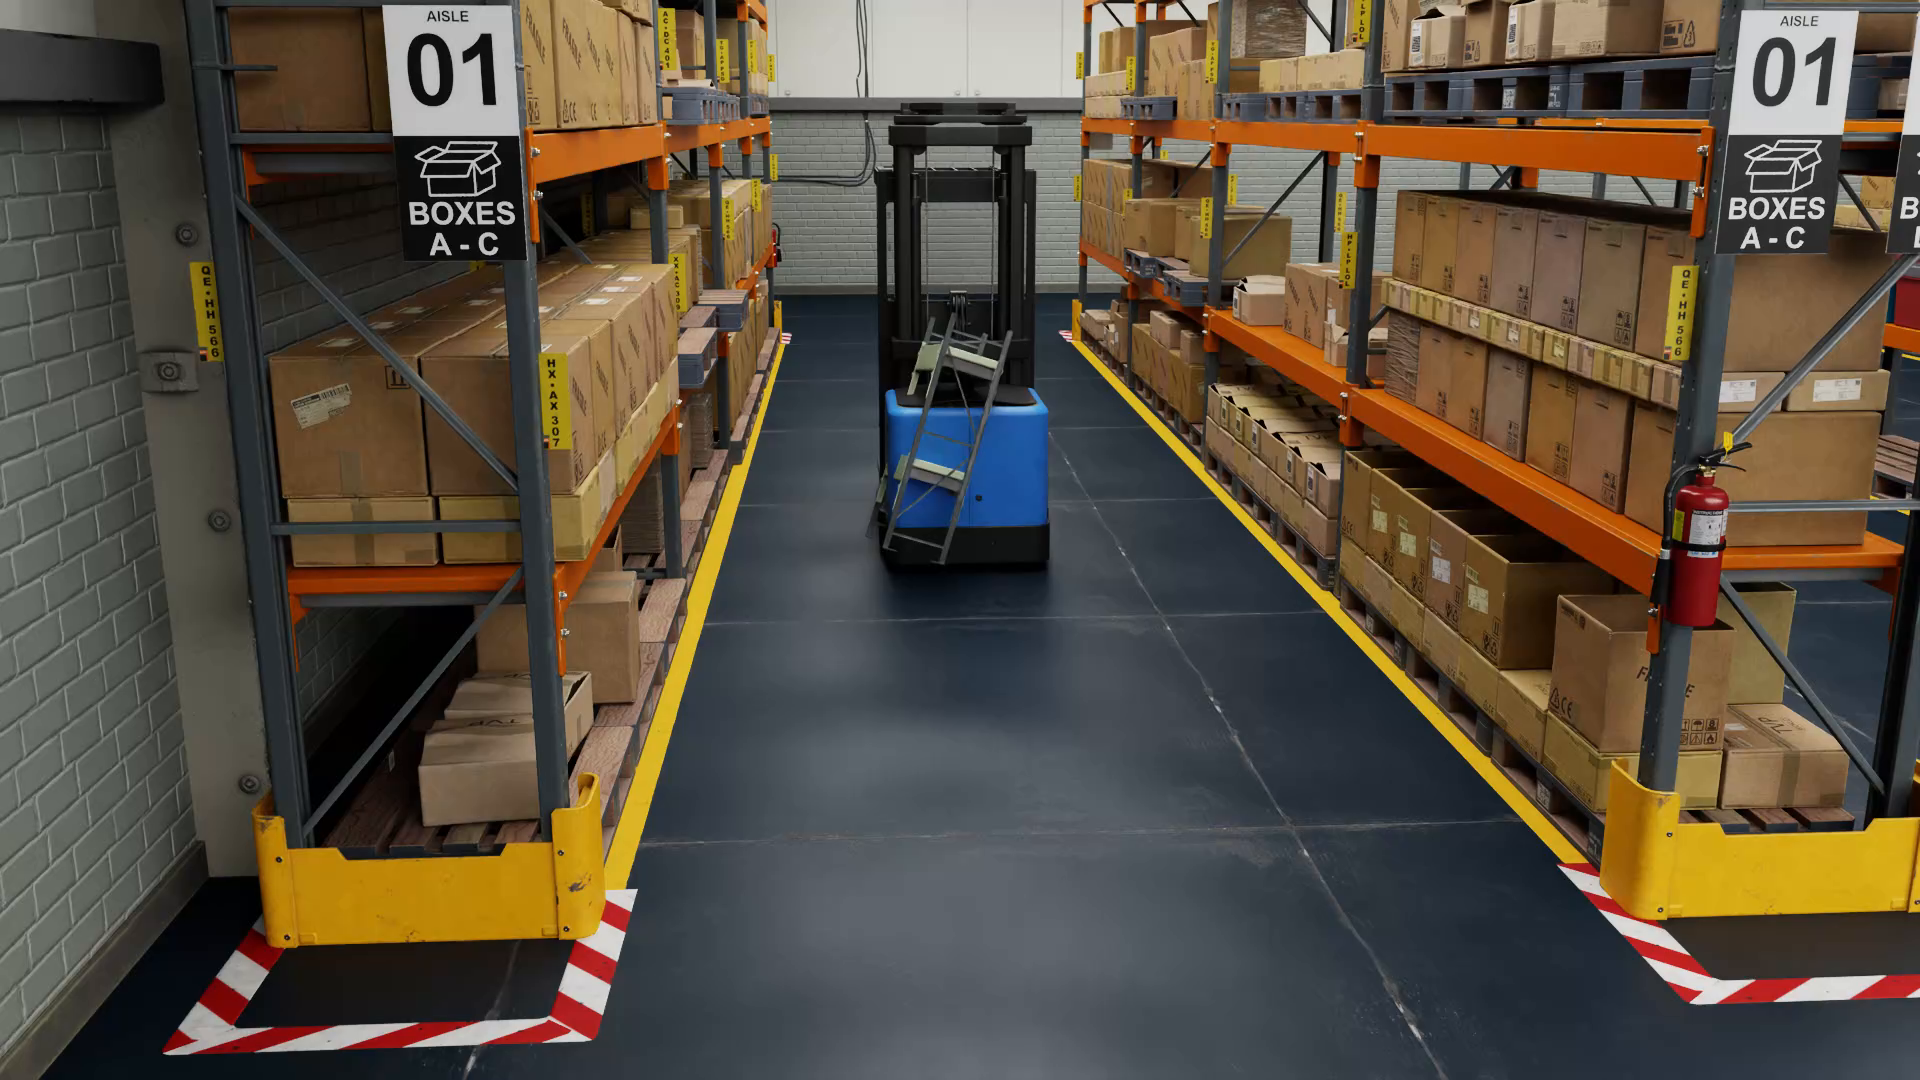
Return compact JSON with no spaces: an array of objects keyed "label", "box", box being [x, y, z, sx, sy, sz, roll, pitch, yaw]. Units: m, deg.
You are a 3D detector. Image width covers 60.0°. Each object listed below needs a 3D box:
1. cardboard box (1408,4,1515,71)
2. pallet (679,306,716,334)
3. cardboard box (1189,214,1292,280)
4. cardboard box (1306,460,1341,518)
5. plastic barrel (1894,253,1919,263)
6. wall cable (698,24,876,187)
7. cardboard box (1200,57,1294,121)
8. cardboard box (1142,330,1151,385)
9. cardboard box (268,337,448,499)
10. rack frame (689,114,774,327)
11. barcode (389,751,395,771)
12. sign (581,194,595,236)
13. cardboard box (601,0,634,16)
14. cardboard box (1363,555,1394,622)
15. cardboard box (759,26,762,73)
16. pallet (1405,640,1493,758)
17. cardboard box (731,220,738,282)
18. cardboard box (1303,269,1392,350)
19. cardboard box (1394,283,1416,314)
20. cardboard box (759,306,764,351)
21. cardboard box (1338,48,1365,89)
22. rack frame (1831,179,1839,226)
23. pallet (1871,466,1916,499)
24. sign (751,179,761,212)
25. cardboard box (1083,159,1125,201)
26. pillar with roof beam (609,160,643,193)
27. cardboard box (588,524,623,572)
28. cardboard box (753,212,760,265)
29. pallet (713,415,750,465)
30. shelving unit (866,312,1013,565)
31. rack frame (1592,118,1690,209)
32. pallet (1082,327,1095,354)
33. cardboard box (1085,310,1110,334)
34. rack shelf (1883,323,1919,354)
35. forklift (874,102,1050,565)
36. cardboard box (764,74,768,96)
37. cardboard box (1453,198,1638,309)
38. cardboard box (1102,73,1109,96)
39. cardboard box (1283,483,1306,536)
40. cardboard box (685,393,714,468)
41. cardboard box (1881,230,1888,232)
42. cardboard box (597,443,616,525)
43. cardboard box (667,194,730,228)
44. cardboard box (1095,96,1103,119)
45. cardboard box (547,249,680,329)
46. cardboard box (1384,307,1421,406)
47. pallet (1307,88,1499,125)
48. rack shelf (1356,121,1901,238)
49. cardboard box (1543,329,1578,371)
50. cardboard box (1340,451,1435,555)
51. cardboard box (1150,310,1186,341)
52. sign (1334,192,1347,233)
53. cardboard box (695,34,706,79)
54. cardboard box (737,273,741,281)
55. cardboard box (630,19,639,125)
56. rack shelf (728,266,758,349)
[{"label":"cardboard box","box":[2.596,-2.526,8.361,0.500,0.311,0.500,-2,15,-7]},{"label":"pallet","box":[-2.233,-1.442,11.496,1.003,0.211,1.213,-1,14,-3]},{"label":"cardboard box","box":[2.395,-2.511,14.221,0.700,0.500,0.500,-6,16,-22]},{"label":"cardboard box","box":[2.484,-0.349,10.413,0.500,0.311,0.500,-1,14,-3]},{"label":"plastic barrel","box":[7.822,-2.135,13.531,0.600,0.536,0.708,-1,14,-3]},{"label":"wall cable","box":[-2.886,-6.830,26.244,3.097,2.526,0.112,-1,14,-3]},{"label":"cardboard box","box":[2.486,-3.713,13.718,0.910,0.500,0.500,-1,14,-3]},{"label":"cardboard box","box":[2.130,-1.845,16.810,0.500,0.500,0.500,-1,14,-3]},{"label":"cardboard box","box":[-2.143,-0.451,6.016,0.500,0.500,0.500,-1,14,-4]},{"label":"rack frame","box":[-2.893,-4.016,21.116,1.000,3.000,0.127,-1,14,-3]},{"label":"barcode","box":[-2.255,0.876,6.597,0.001,0.075,0.075,-1,14,-3]},{"label":"sign","box":[-2.951,-2.578,13.203,0.100,0.325,0.005,-1,14,-3]},{"label":"cardboard box","box":[-1.760,-2.641,7.502,0.500,0.500,0.500,-1,14,-5]},{"label":"cardboard box","box":[2.547,0.263,9.158,0.500,0.250,0.500,-1,14,-3]},{"label":"cardboard box","box":[-2.514,-5.579,18.924,0.500,0.500,0.500,-2,15,-6]},{"label":"pallet","box":[2.881,0.744,8.212,1.003,0.211,1.213,-1,14,-3]},{"label":"cardboard box","box":[-2.195,-2.484,14.323,0.500,0.500,0.500,0,14,-2]},{"label":"cardboard box","box":[2.700,-1.605,11.542,0.500,0.500,0.500,-1,14,-3]},{"label":"cardboard box","box":[2.634,-1.340,9.211,0.380,0.149,0.250,-1,14,-3]},{"label":"cardboard box","box":[-2.646,-2.455,19.220,0.700,0.500,0.500,-1,14,-2]},{"label":"cardboard box","box":[2.729,-2.983,10.537,0.500,0.250,0.500,-2,15,-9]},{"label":"rack frame","box":[11.939,-4.246,22.008,1.000,3.000,0.127,-1,14,-3]},{"label":"pallet","box":[7.573,-0.333,12.398,1.003,0.211,1.213,-1,14,-3]},{"label":"sign","box":[-2.104,-3.555,17.157,0.100,0.325,0.005,-1,14,-3]},{"label":"cardboard box","box":[1.816,-4.512,20.835,0.500,0.500,0.500,0,14,-2]},{"label":"pillar with roof beam","box":[0.745,-6.154,17.385,9.100,9.000,0.400,-1,14,-3]},{"label":"cardboard box","box":[-2.045,0.223,8.773,0.500,0.500,0.500,-2,15,-8]},{"label":"cardboard box","box":[-2.662,-3.302,17.738,0.980,0.700,0.700,-1,14,-3]},{"label":"pallet","box":[-2.371,-0.873,14.497,1.003,0.211,1.213,-1,14,-3]},{"label":"shelving unit","box":[-0.146,-0.652,10.565,0.431,1.500,0.755,16,2,-12]},{"label":"rack frame","box":[7.243,-3.174,17.844,1.000,3.000,0.127,-1,14,-3]},{"label":"pallet","box":[2.106,-2.526,20.921,1.003,0.211,1.213,-1,14,-3]},{"label":"cardboard box","box":[1.833,-2.711,20.679,0.500,0.250,0.500,-1,14,-3]},{"label":"rack shelf","box":[7.615,-1.334,12.134,1.077,0.370,4.000,-1,14,-3]},{"label":"forklift","box":[-0.044,-1.576,11.770,1.130,2.935,3.031,-1,14,-4]},{"label":"cardboard box","box":[-2.582,-5.470,20.004,0.500,0.250,0.500,0,14,-2]},{"label":"cardboard box","box":[2.892,-1.426,8.243,0.700,0.500,0.500,-1,14,-3]},{"label":"cardboard box","box":[1.912,-5.211,19.037,0.500,0.250,0.500,-1,14,-3]},{"label":"cardboard box","box":[2.450,-0.206,10.981,0.500,0.250,0.500,-1,14,-4]},{"label":"cardboard box","box":[-2.300,-0.851,12.947,0.700,0.500,0.500,-1,14,-3]},{"label":"cardboard box","box":[11.697,-3.775,20.683,0.380,0.149,0.250,-1,14,-5]},{"label":"cardboard box","box":[-1.661,-0.229,6.659,0.500,0.250,0.500,-1,14,-5]},{"label":"cardboard box","box":[-2.170,-2.716,13.720,0.500,0.250,0.500,-1,14,-2]},{"label":"cardboard box","box":[1.880,-5.093,19.583,0.500,0.250,0.500,-1,14,-3]},{"label":"cardboard box","box":[-2.174,-1.560,10.484,0.700,0.500,0.500,1,14,2]},{"label":"cardboard box","box":[2.829,-1.047,9.377,0.700,0.500,0.500,-1,14,-5]},{"label":"pallet","box":[2.727,-2.688,10.320,0.805,0.209,1.217,-1,15,-6]},{"label":"rack shelf","box":[2.919,-1.716,7.601,1.077,0.370,4.000,-1,14,-3]},{"label":"cardboard box","box":[2.765,-0.826,7.213,0.380,0.149,0.250,0,14,-2]},{"label":"cardboard box","box":[2.511,-0.224,9.548,0.500,0.500,0.500,-1,14,-3]},{"label":"cardboard box","box":[2.148,-2.092,16.265,0.500,0.250,0.500,-1,14,-3]},{"label":"sign","box":[3.101,-2.674,13.577,0.100,0.325,0.005,-1,14,-3]},{"label":"cardboard box","box":[-2.591,-4.129,14.452,0.700,0.500,0.500,0,14,-1]},{"label":"cardboard box","box":[-2.307,-2.576,15.981,0.380,0.149,0.250,-1,14,-3]},{"label":"cardboard box","box":[-1.853,-2.295,8.165,0.500,0.500,0.500,-2,15,-8]},{"label":"rack shelf","box":[-2.521,-2.176,15.406,1.077,0.370,4.000,-1,14,-3]}]
